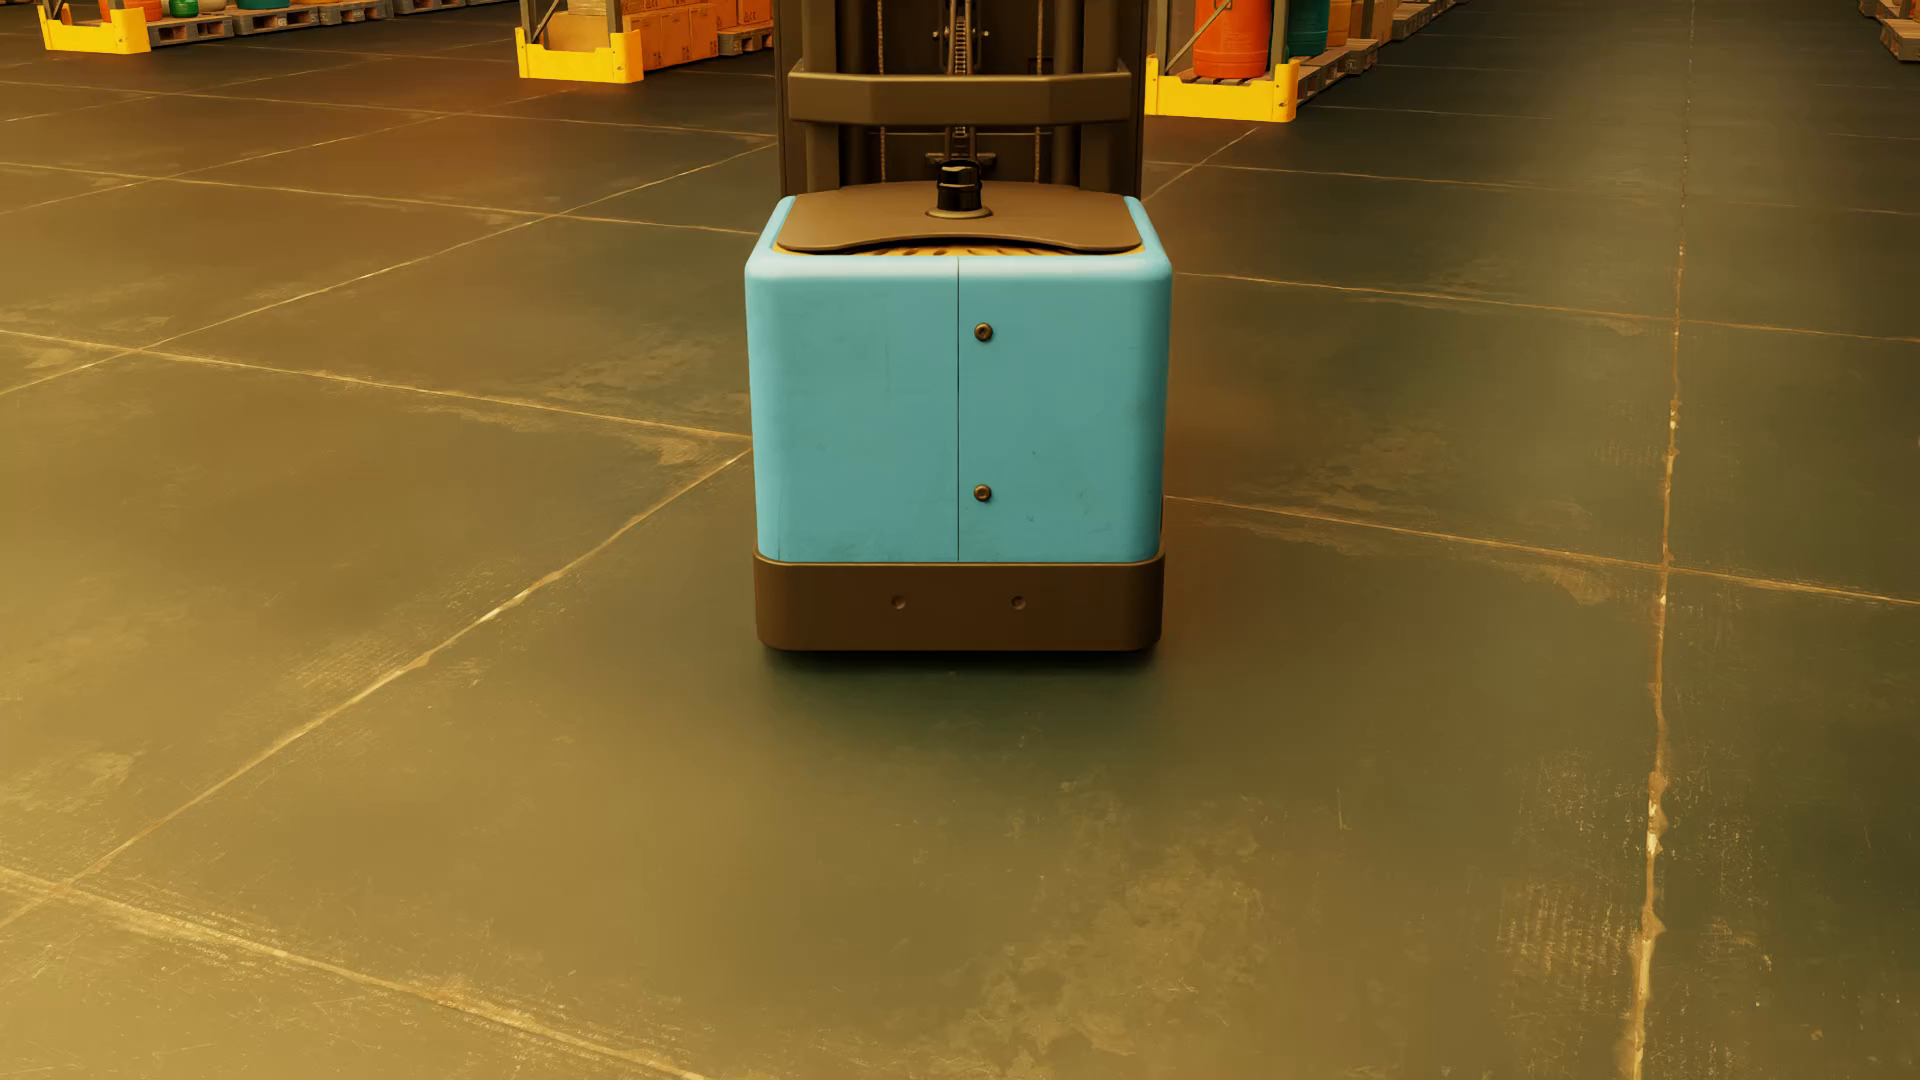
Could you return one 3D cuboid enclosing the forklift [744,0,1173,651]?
[{"bbox_3d":[0.002,-1.587,5.089,1.130,2.935,3.031,0,23,0],"label":"forklift"}]
